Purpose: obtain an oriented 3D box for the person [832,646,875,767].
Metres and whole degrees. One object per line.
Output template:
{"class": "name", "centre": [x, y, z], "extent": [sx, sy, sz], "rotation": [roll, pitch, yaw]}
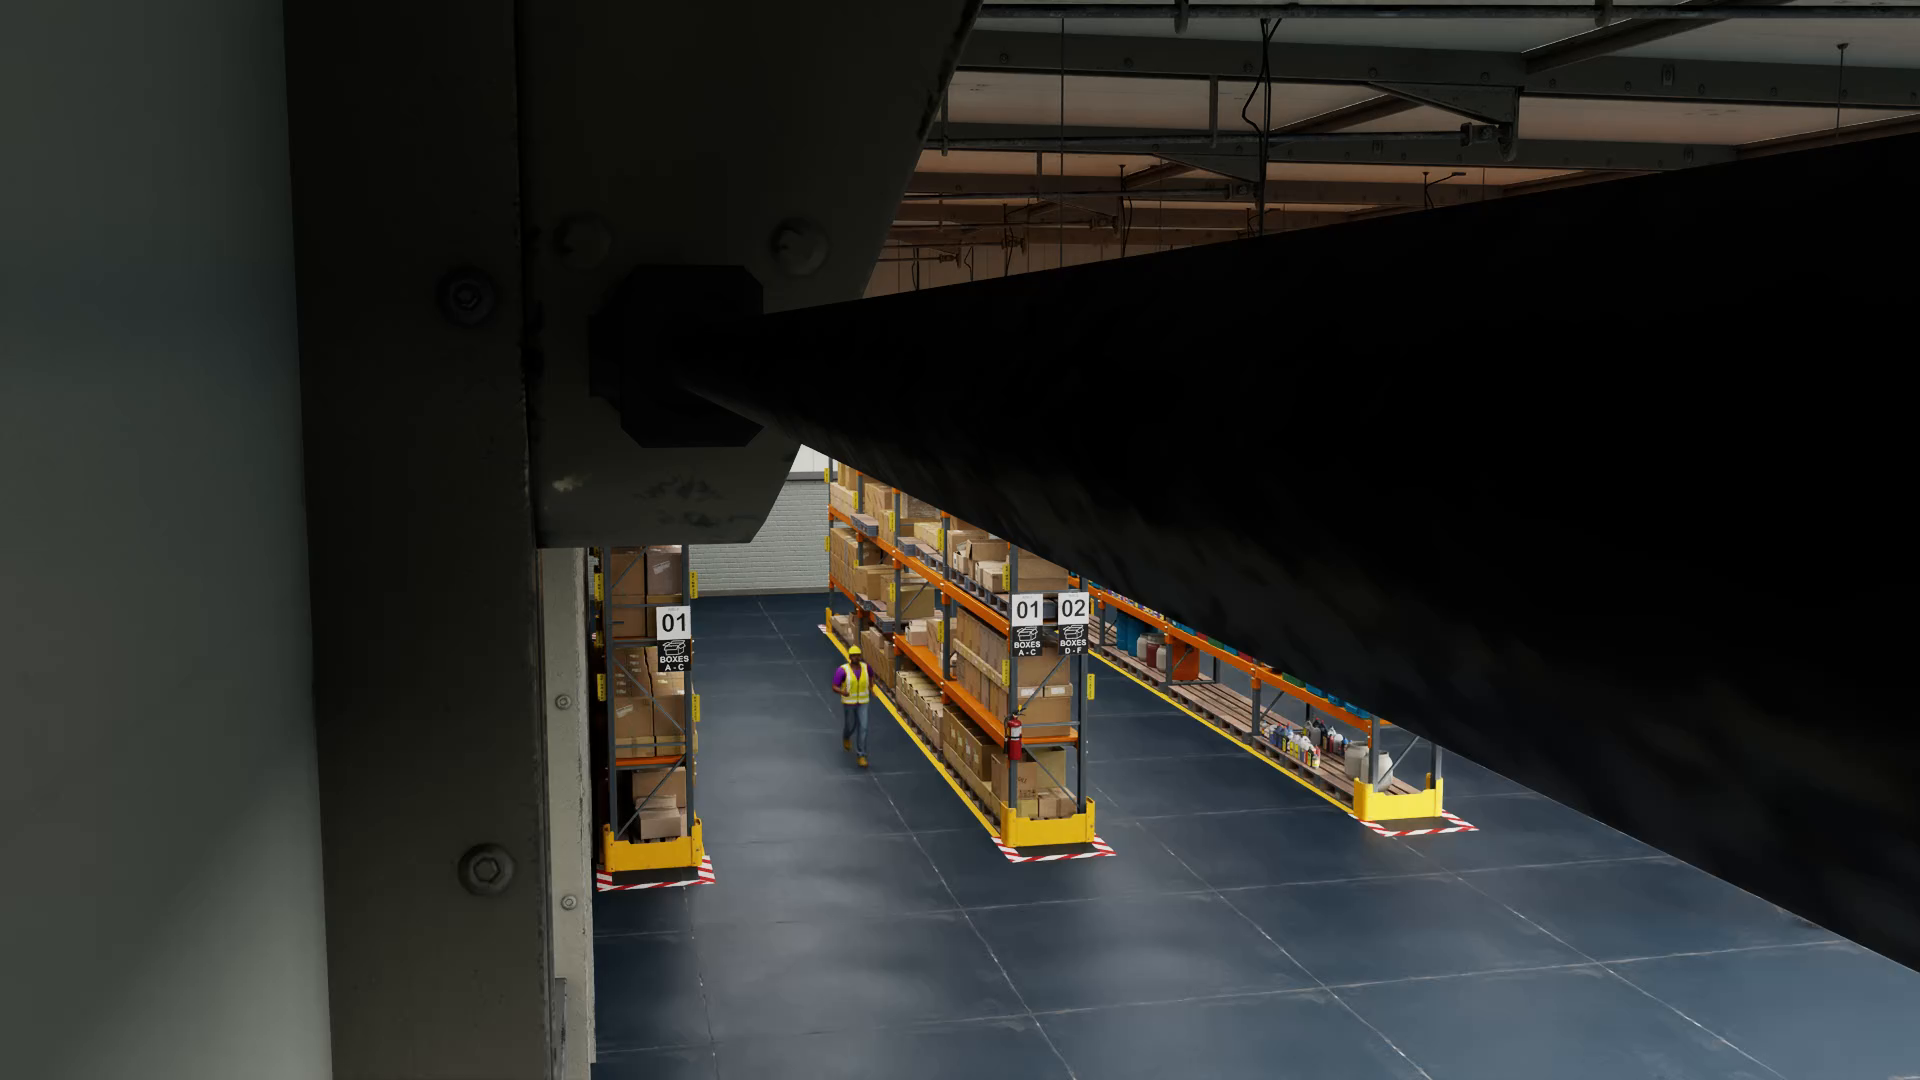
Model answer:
{"class": "person", "centre": [-1.584, 2.469, 25.132], "extent": [0.700, 1.762, 0.956], "rotation": [-2, 7, -17]}
